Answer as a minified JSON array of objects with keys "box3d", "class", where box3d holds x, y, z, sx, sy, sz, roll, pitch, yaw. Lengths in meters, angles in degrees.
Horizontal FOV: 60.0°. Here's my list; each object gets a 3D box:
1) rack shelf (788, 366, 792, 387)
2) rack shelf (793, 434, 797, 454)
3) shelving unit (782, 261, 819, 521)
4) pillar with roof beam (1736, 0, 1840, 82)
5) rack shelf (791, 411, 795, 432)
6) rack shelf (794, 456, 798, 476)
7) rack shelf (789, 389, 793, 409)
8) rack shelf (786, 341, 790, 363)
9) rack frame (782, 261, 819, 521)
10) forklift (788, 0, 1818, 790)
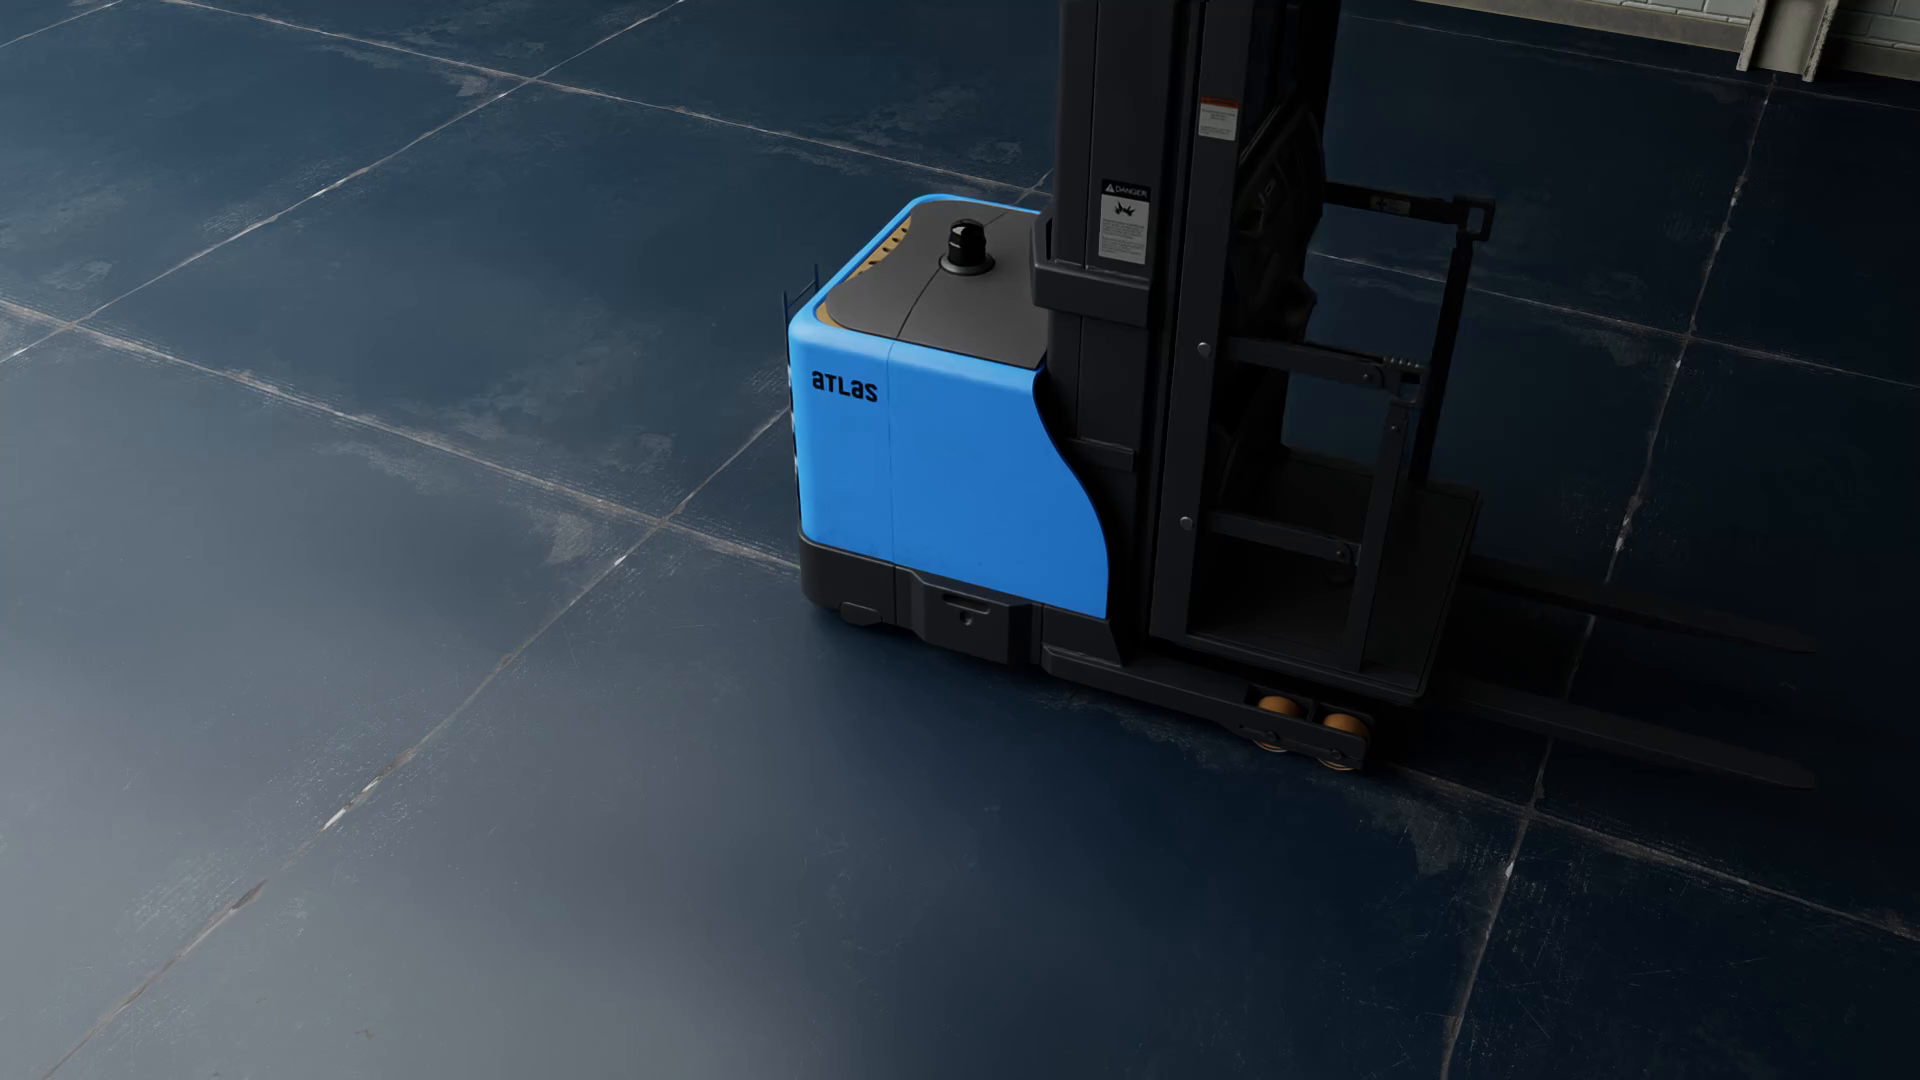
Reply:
[{"box3d":[-0.424,-0.583,5.532,0.200,0.077,0.258,14,40,18],"class":"rack shelf"},{"box3d":[-0.424,-0.368,5.695,0.200,0.077,0.258,14,40,18],"class":"rack shelf"},{"box3d":[-0.424,-0.467,5.620,0.210,0.900,0.258,14,40,18],"class":"shelving unit"},{"box3d":[2.545,-3.894,3.437,0.400,9.000,9.100,17,41,21],"class":"pillar with roof beam"},{"box3d":[-0.424,-0.440,5.640,0.200,0.077,0.258,14,40,18],"class":"rack shelf"},{"box3d":[-0.424,-0.297,5.749,0.200,0.077,0.258,14,40,18],"class":"rack shelf"},{"box3d":[-0.424,-0.512,5.586,0.200,0.077,0.258,14,40,18],"class":"rack shelf"},{"box3d":[-0.424,-0.655,5.477,0.200,0.077,0.258,14,40,18],"class":"rack shelf"},{"box3d":[-0.517,-0.491,5.652,0.006,0.900,0.240,14,40,18],"class":"rack frame"},{"box3d":[1.048,-0.861,4.460,3.031,2.935,1.130,14,40,18],"class":"forklift"}]
